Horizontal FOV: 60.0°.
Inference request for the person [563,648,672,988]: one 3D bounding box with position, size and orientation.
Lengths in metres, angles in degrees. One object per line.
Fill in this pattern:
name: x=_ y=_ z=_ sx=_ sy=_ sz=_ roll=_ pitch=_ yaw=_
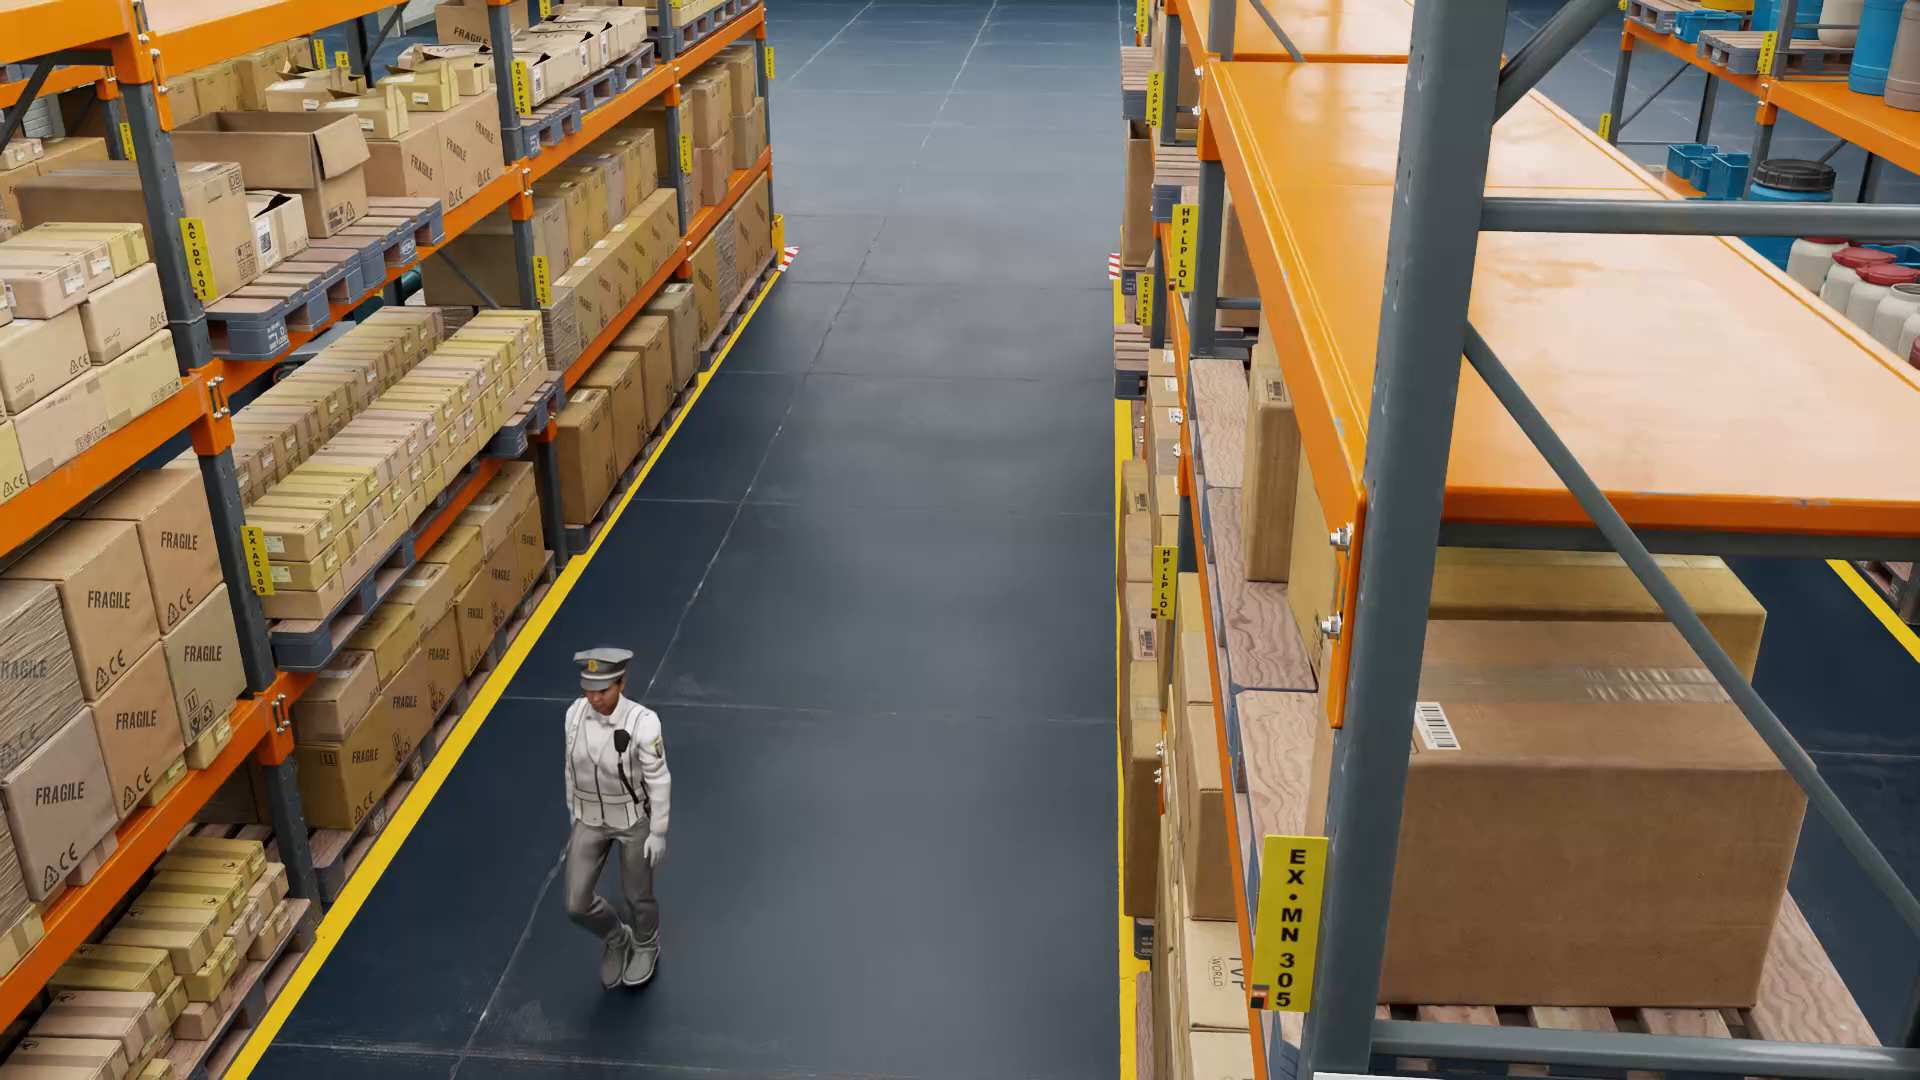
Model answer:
person: x=-1.504 y=1.250 z=7.223 sx=0.519 sy=1.712 sz=0.436 roll=5 pitch=25 yaw=10
